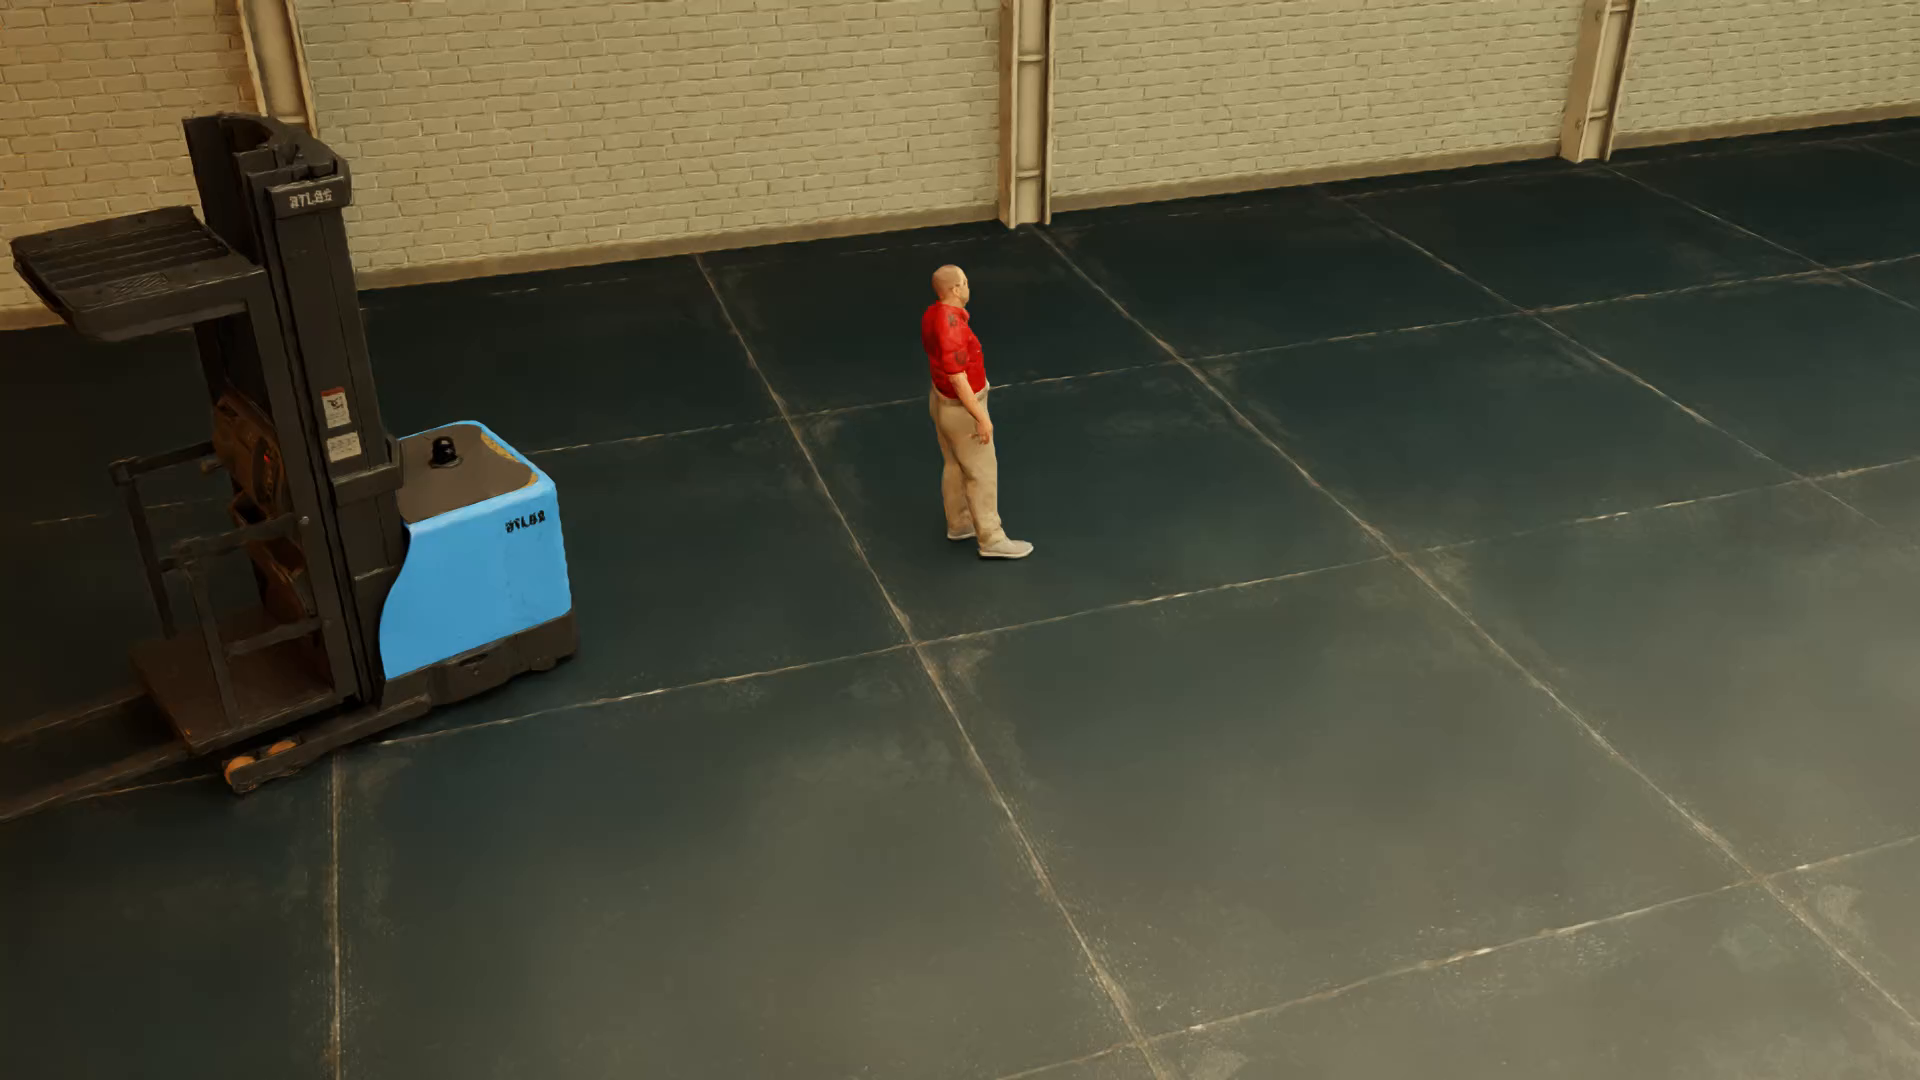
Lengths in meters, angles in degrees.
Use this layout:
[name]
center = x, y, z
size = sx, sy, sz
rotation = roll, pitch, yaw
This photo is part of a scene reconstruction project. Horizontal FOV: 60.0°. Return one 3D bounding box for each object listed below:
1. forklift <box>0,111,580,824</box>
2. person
[forklift]
center = -3.503, -0.368, 7.726
size = 3.031, 2.935, 1.130
rotation = -22, 36, -33
[person]
center = 0.089, -0.764, 9.606
size = 0.550, 1.727, 0.640
rotation = -10, 31, -16
